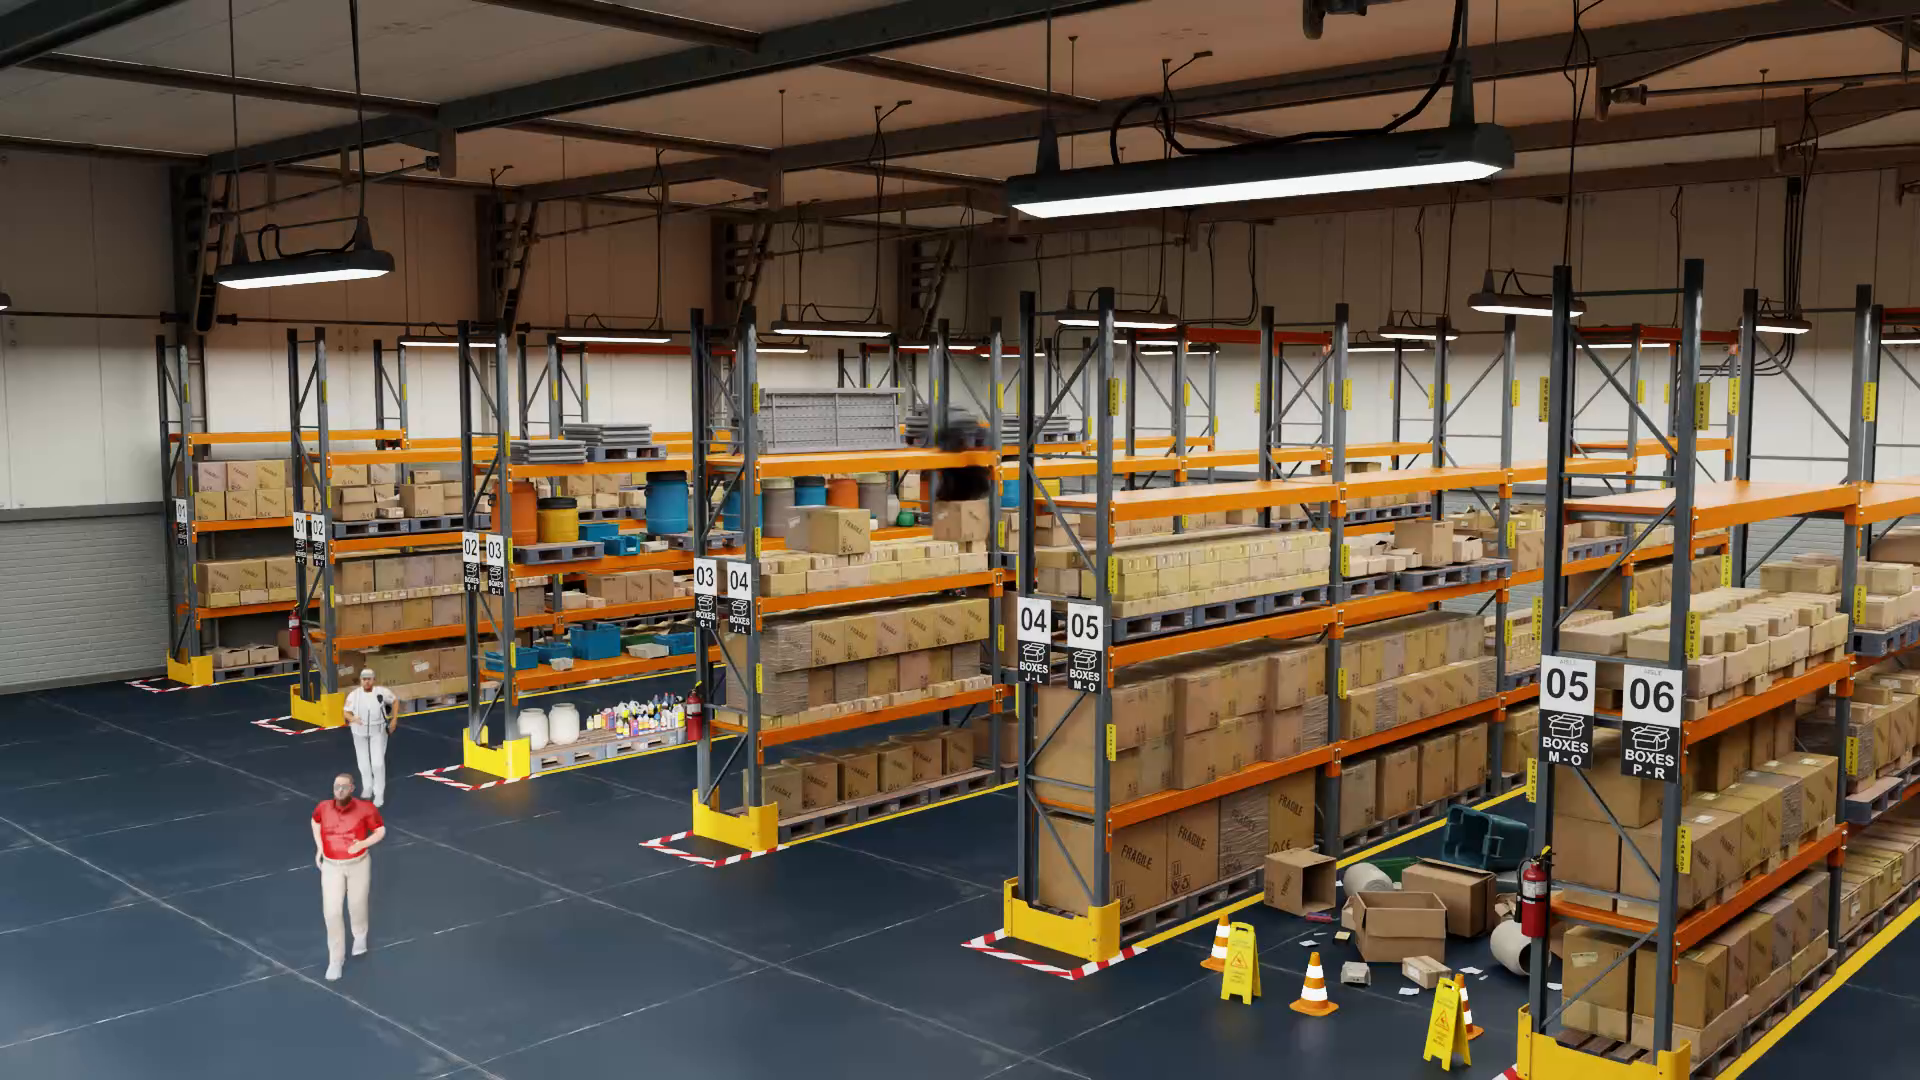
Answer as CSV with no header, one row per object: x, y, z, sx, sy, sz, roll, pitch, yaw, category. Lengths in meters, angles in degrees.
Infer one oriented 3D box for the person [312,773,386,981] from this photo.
-5.414,2.937,14.739,0.645,1.789,0.816,-1,6,-14,person

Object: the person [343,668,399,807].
-7.254,2.438,20.486,0.619,1.740,0.734,-1,5,-12,person
